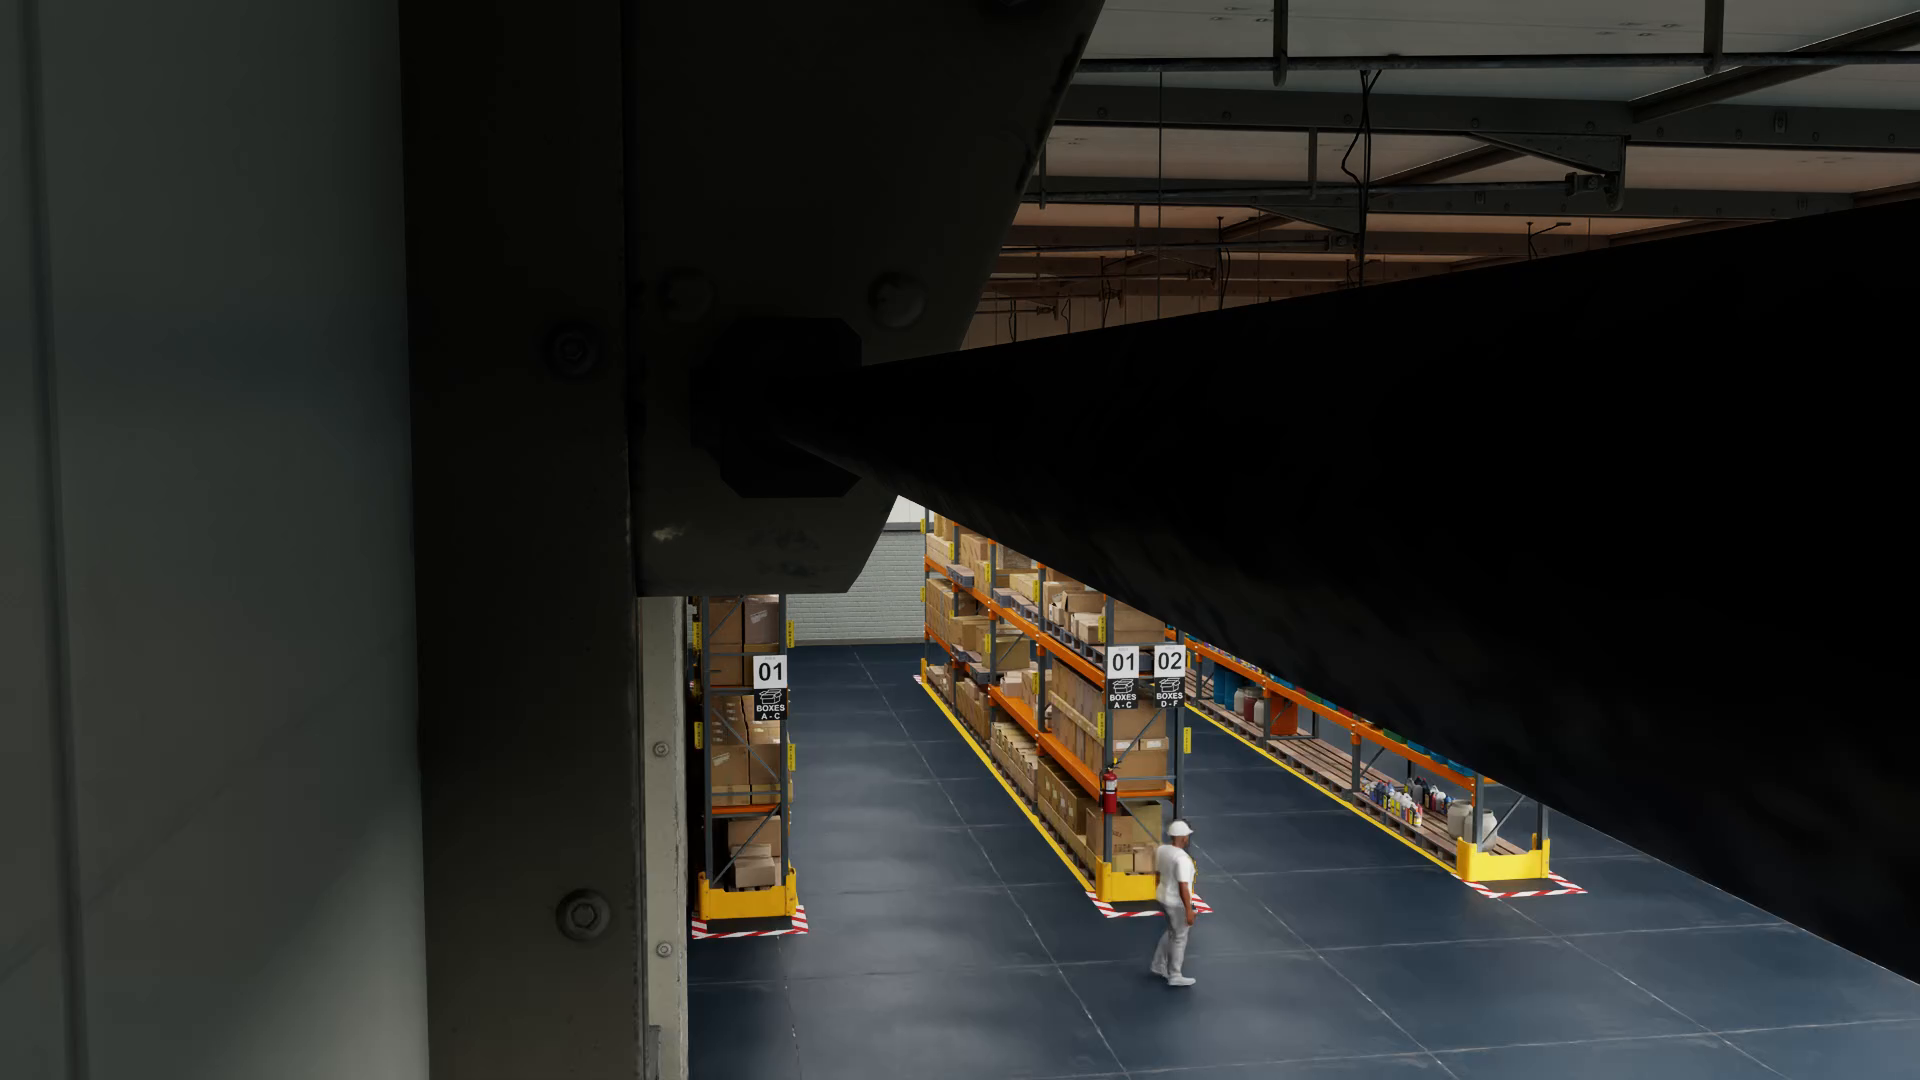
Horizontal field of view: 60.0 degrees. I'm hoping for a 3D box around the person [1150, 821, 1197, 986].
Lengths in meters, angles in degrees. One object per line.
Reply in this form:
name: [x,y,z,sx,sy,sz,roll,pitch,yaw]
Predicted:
person: [2.324,3.899,17.846,0.391,1.781,0.665,-2,5,-20]
